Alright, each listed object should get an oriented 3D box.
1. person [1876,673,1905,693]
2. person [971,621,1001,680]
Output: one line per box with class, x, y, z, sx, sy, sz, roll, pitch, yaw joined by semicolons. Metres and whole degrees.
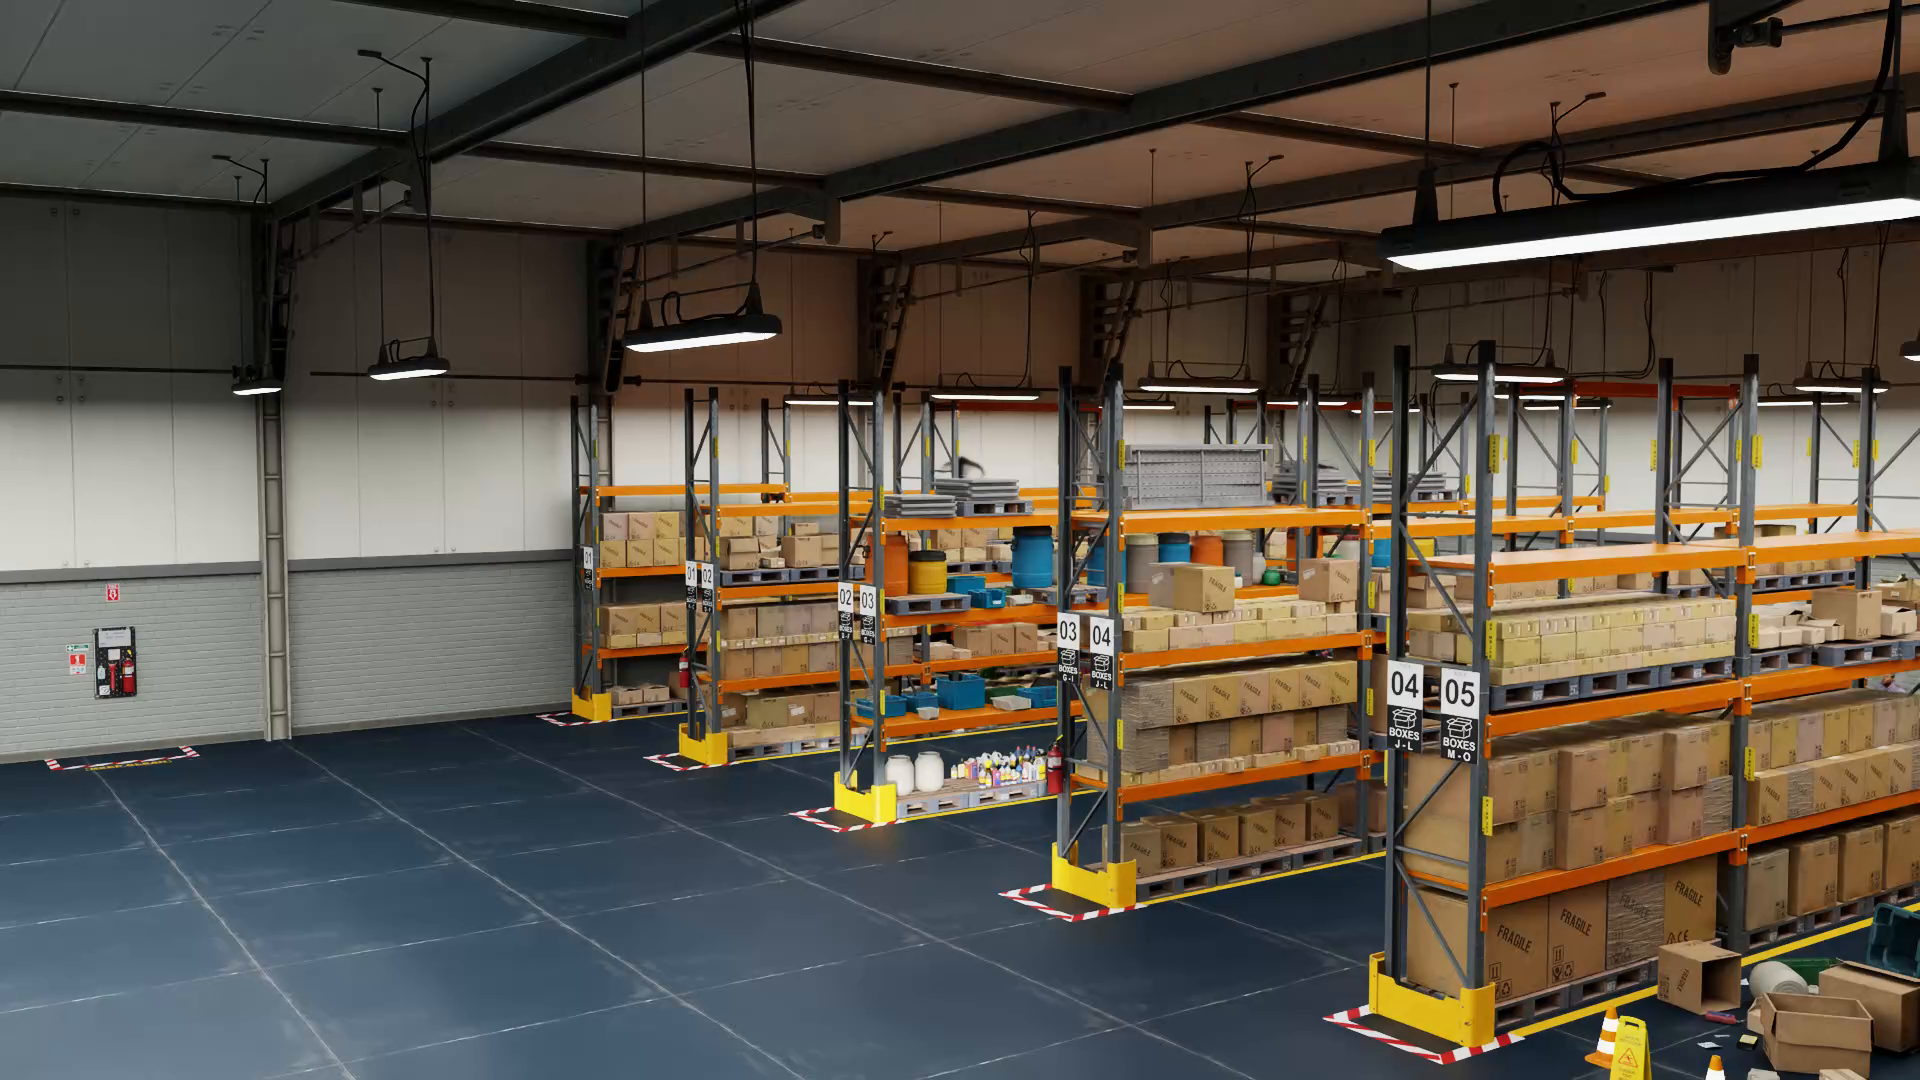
person;14.353;2.827;25.701;0.801;1.653;0.495;-3;5;-44
person;0.593;2.393;32.746;0.927;1.609;0.675;-2;4;-28
